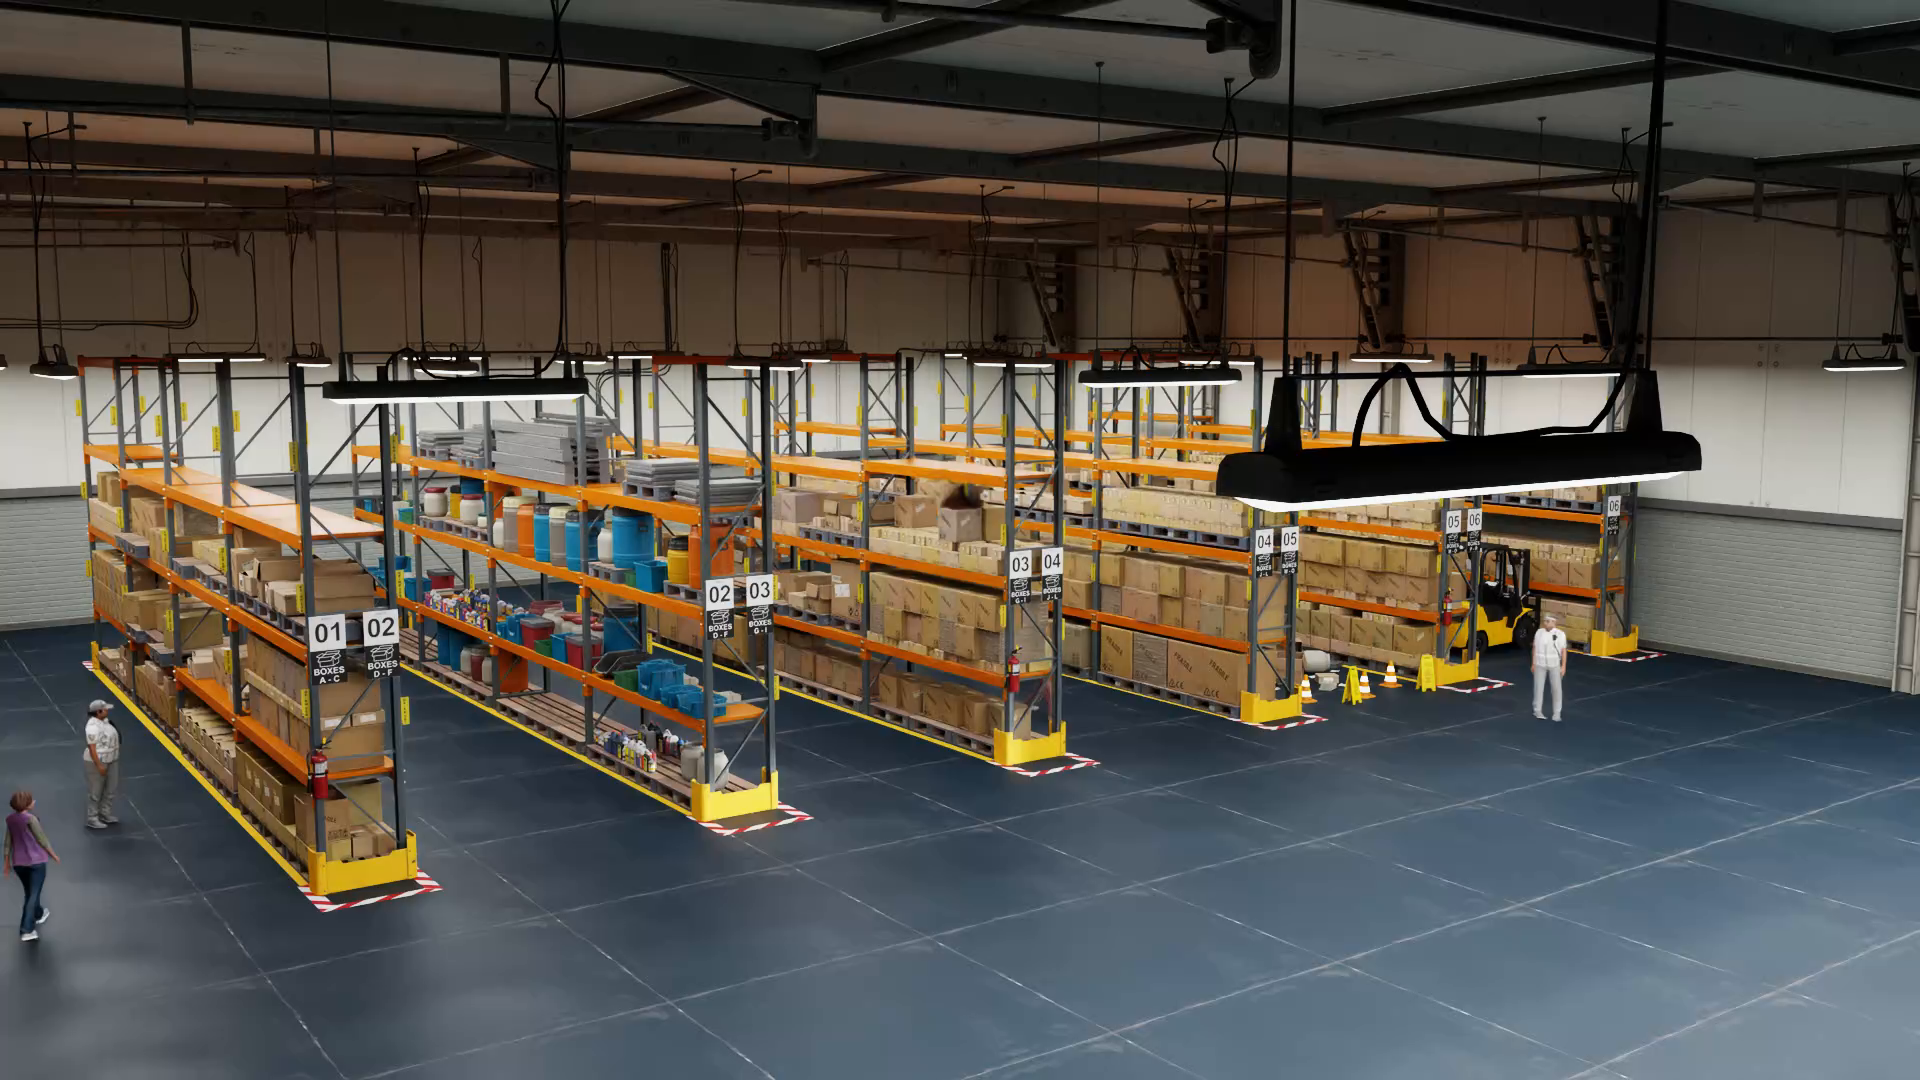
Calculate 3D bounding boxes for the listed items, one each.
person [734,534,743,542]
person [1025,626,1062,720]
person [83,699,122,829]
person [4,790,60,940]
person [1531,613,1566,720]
[{"bbox_3d":[-5.579,0.533,40.702,0.554,1.708,0.496,1,7,4],"label":"person"},{"bbox_3d":[1.398,2.164,27.788,0.937,1.613,0.476,7,10,44],"label":"person"},{"bbox_3d":[-11.167,2.895,21.641,0.409,1.678,0.513,1,7,8],"label":"person"},{"bbox_3d":[-9.888,3.406,17.709,0.498,1.549,0.904,0,7,-2],"label":"person"},{"bbox_3d":[9.818,2.089,27.758,0.544,1.778,0.436,2,7,17],"label":"person"}]
